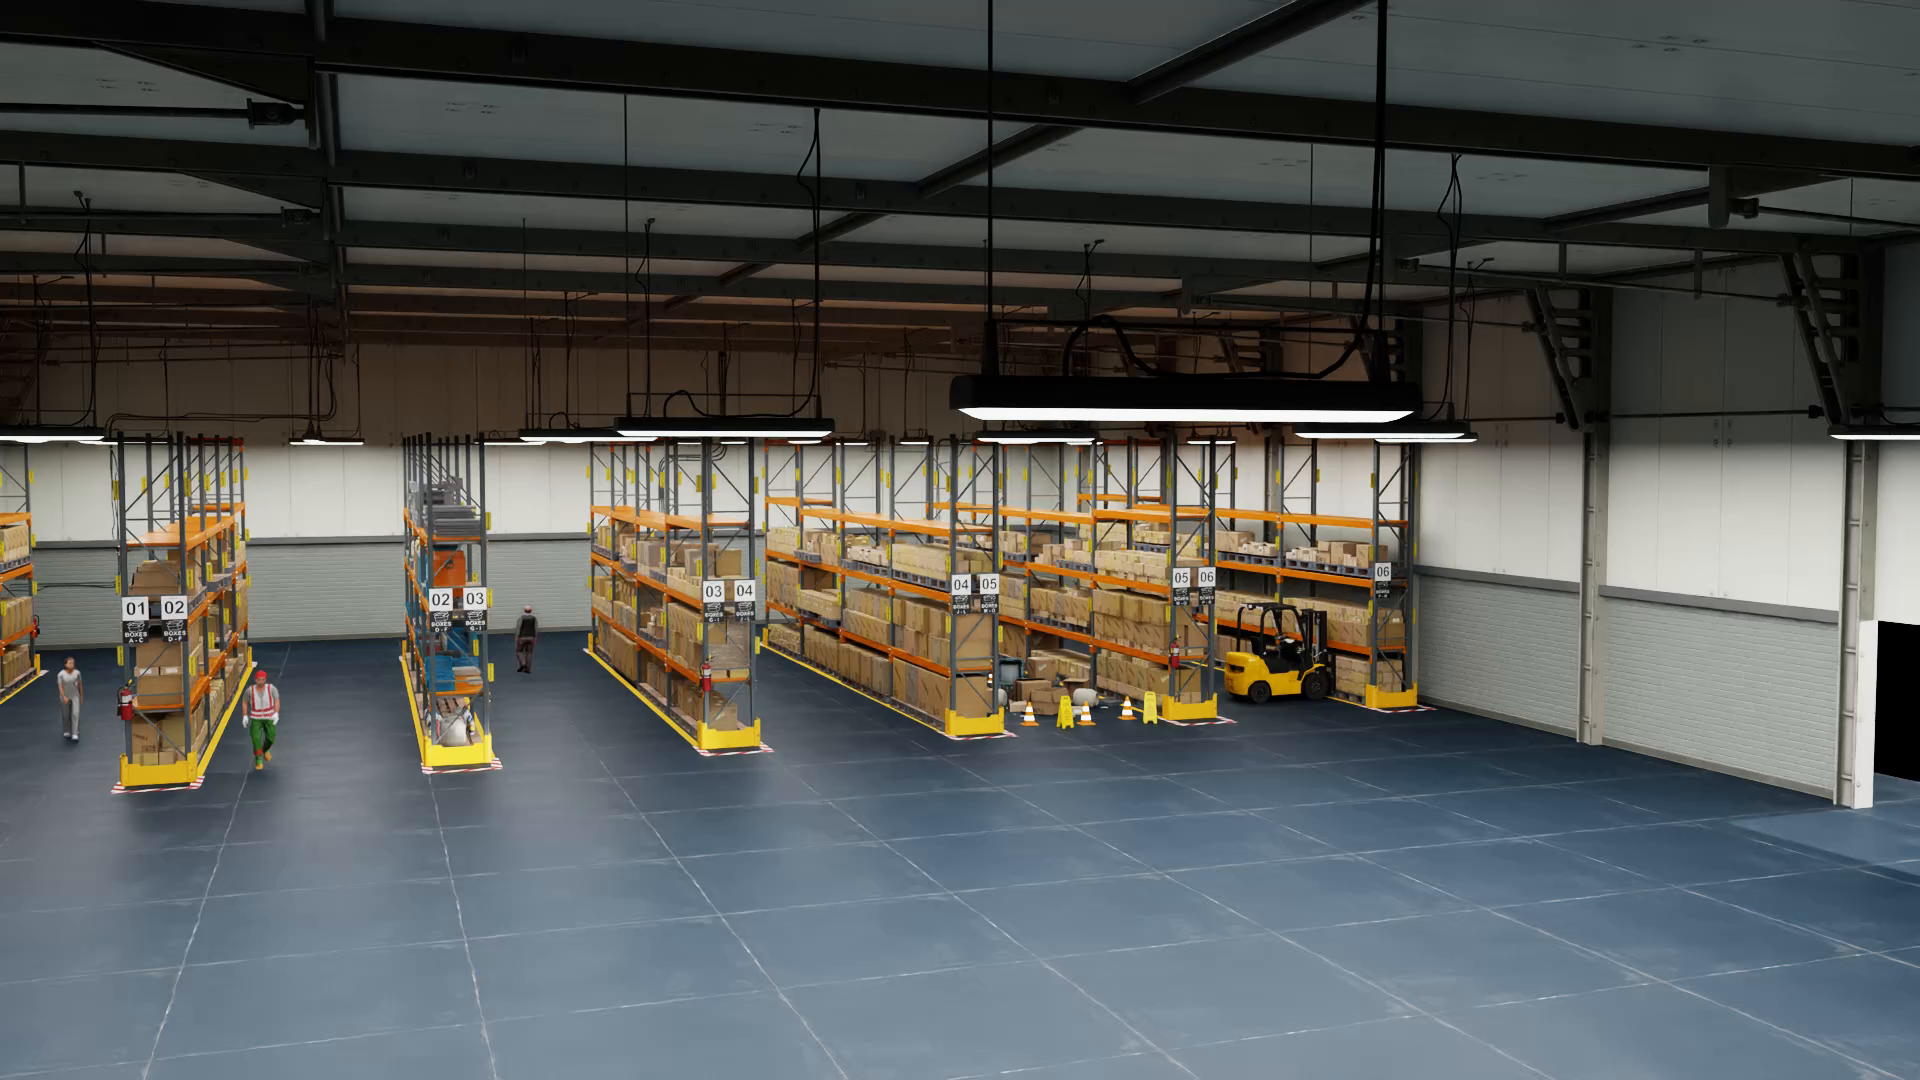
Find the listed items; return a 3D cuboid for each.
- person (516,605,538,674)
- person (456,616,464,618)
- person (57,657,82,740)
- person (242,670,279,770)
[{"bbox_3d":[-10.970,2.520,42.143,0.570,1.718,0.464,-2,4,-26],"label":"person"},{"bbox_3d":[-14.441,2.232,47.564,0.705,1.718,0.631,-2,4,-27],"label":"person"},{"bbox_3d":[-17.422,3.091,32.577,0.450,1.607,1.009,-2,4,-35],"label":"person"},{"bbox_3d":[-12.538,3.194,29.813,0.620,1.764,0.701,-2,4,-26],"label":"person"}]
